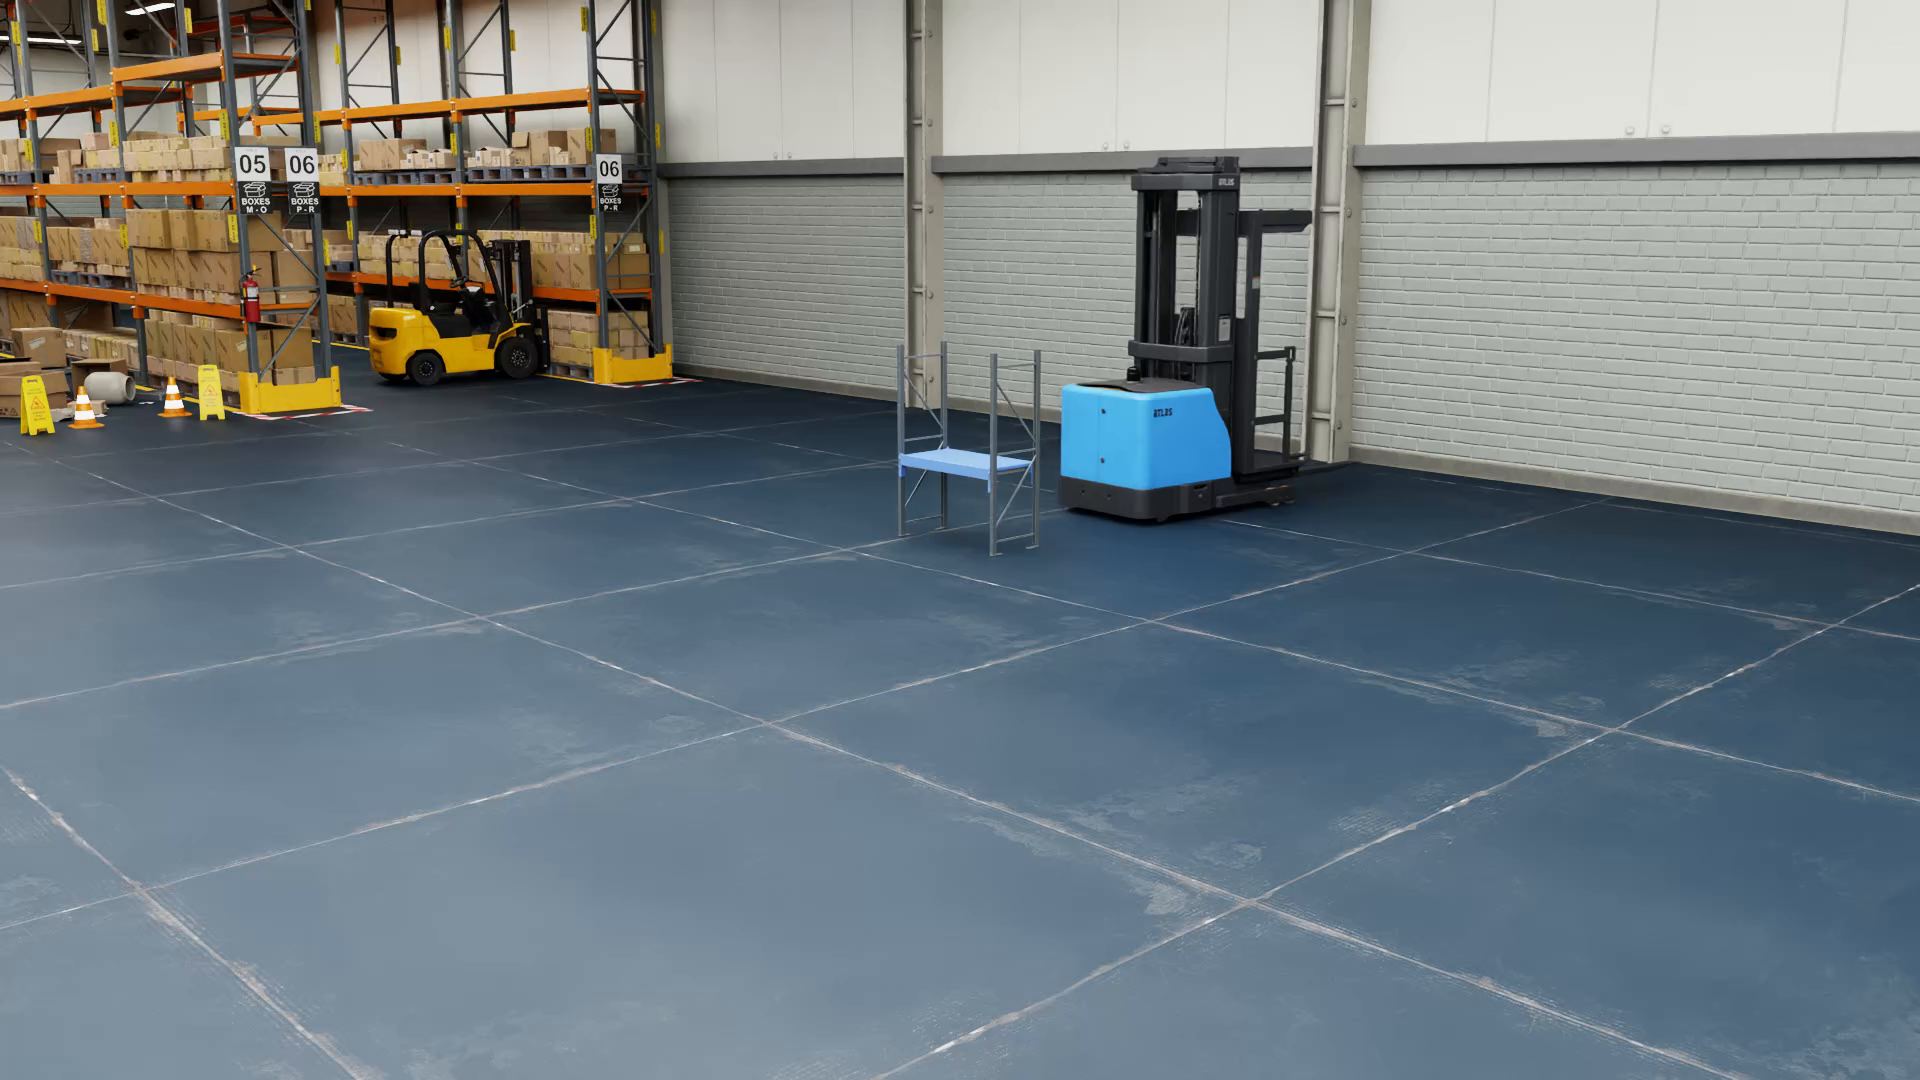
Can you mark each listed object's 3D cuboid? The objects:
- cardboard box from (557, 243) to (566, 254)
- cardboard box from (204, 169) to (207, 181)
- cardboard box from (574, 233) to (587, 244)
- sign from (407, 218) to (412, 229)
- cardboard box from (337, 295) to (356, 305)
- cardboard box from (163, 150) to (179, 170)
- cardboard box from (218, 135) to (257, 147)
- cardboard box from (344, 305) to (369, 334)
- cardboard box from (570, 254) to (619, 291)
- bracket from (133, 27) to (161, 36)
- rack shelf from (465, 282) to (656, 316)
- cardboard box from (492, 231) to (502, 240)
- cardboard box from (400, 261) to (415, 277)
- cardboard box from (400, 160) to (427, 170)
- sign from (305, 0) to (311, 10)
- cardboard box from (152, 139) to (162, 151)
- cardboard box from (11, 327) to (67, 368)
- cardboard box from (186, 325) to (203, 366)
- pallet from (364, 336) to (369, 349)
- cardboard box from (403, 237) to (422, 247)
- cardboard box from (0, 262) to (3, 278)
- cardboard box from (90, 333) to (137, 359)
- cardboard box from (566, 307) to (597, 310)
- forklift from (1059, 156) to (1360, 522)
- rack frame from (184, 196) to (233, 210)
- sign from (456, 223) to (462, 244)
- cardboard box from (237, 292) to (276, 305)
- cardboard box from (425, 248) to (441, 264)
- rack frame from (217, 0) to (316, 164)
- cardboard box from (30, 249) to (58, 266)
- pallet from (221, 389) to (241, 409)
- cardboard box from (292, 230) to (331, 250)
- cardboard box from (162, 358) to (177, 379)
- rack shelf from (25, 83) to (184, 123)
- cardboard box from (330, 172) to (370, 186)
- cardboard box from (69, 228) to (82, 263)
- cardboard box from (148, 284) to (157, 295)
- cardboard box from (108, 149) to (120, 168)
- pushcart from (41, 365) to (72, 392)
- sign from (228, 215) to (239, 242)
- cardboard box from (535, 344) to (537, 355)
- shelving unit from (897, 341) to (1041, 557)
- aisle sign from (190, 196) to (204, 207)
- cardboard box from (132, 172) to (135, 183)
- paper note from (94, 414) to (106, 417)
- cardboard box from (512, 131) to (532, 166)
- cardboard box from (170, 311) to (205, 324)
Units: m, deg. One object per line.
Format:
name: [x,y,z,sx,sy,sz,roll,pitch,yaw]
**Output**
cardboard box: [-5.703,-4.297,24.479,0.380,0.149,0.250,-11,16,-43]
cardboard box: [-9.282,-4.590,20.946,0.380,0.149,0.250,-11,16,-42]
cardboard box: [-5.357,-4.368,24.089,0.380,0.149,0.250,-11,16,-42]
sign: [-9.890,-5.614,29.857,0.100,0.325,0.005,-11,16,-43]
cardboard box: [-11.025,-4.340,30.092,0.250,0.149,0.380,11,16,42]
cardboard box: [-9.959,-4.910,21.510,0.500,0.250,0.500,-11,16,-42]
cardboard box: [-8.799,-4.854,20.252,0.380,0.149,0.250,-11,16,-42]
cardboard box: [-10.737,-3.982,29.961,0.500,0.500,0.500,-10,15,-41]
cardboard box: [-5.295,-3.886,24.090,0.500,0.500,0.500,-11,16,-44]
bracket: [-19.497,-11.776,38.848,0.076,0.066,5.218,-11,16,-43]
rack shelf: [-6.146,-3.741,25.419,1.077,0.370,4.000,-11,16,-43]
cardboard box: [-6.989,-4.696,25.680,0.380,0.149,0.250,-10,16,-41]
cardboard box: [-9.098,-4.573,28.044,0.500,0.250,0.500,-10,15,-41]
cardboard box: [-9.039,-6.217,27.553,0.380,0.149,0.250,-11,16,-43]
sign: [-7.960,-6.619,20.229,0.100,0.325,0.005,-11,16,-43]
cardboard box: [-10.387,-5.193,21.898,0.250,0.149,0.380,11,16,43]
cardboard box: [-12.381,-2.587,22.354,0.500,0.500,0.500,-11,16,-43]
cardboard box: [-9.800,-2.566,21.850,0.500,0.500,0.500,11,16,44]
pallet: [-9.749,-3.478,29.268,1.003,0.211,1.213,-11,16,-43]
cardboard box: [-9.067,-4.981,27.800,0.250,0.149,0.380,11,16,44]
cardboard box: [-15.825,-4.534,27.856,0.500,0.250,0.500,-11,16,-43]
cardboard box: [-12.459,-2.894,24.994,0.950,0.372,0.625,-10,15,-41]
cardboard box: [-5.645,-3.394,25.245,0.500,0.250,0.500,-11,16,-43]
forklift: [2.299,-1.797,14.369,3.031,2.935,1.130,-9,15,-38]
rack frame: [-15.814,-6.137,35.263,1.000,3.000,0.127,-11,16,-43]
sign: [-7.913,-4.837,26.280,0.100,0.325,0.005,-11,16,-43]
cardboard box: [-8.765,-3.011,20.715,0.380,0.149,0.250,-10,15,-41]
cardboard box: [-8.412,-4.667,27.262,0.500,0.250,0.500,11,16,44]
rack frame: [-8.352,-6.048,19.964,1.000,3.000,0.127,-11,16,-43]
cardboard box: [-14.395,-4.483,26.372,0.500,0.250,0.500,-11,16,-43]
pallet: [-8.940,-1.878,21.504,1.003,0.211,1.213,-11,16,-43]
cardboard box: [-11.980,-5.516,30.961,0.700,0.500,0.500,-11,16,-43]
cardboard box: [-10.526,-2.352,22.667,0.500,0.250,0.500,-10,15,-39]
rack shelf: [-12.496,-6.375,24.327,1.077,0.370,4.000,-11,16,-43]
cardboard box: [-10.819,-6.406,29.508,0.500,0.250,0.500,11,16,43]
cardboard box: [-12.997,-4.428,24.943,0.500,0.500,0.500,-11,16,-42]
cardboard box: [-10.917,-3.450,22.844,0.380,0.149,0.250,-10,15,-41]
cardboard box: [-11.623,-5.359,23.389,0.500,0.250,0.500,-11,16,-44]
pushcart: [-12.729,-2.084,22.090,0.936,0.377,1.648,6,13,26]
sign: [-8.767,-3.757,20.060,0.100,0.325,0.005,-11,16,-43]
cardboard box: [-6.368,-2.906,25.356,0.500,0.250,0.500,-10,15,-41]
shelving unit: [0.059,-0.722,12.700,0.538,1.500,1.048,-11,16,-43]
aisle sign: [-16.074,-7.379,34.851,0.394,0.787,0.004,-11,16,-43]
cardboard box: [-11.076,-4.959,22.735,0.380,0.149,0.250,-11,16,-43]
paper note: [-10.445,-1.516,20.192,0.142,0.019,0.148,6,13,26]
cardboard box: [-6.258,-5.861,24.946,0.797,0.503,0.637,-10,15,-41]
cardboard box: [-10.315,-2.973,22.216,0.380,0.149,0.250,-10,15,-39]
